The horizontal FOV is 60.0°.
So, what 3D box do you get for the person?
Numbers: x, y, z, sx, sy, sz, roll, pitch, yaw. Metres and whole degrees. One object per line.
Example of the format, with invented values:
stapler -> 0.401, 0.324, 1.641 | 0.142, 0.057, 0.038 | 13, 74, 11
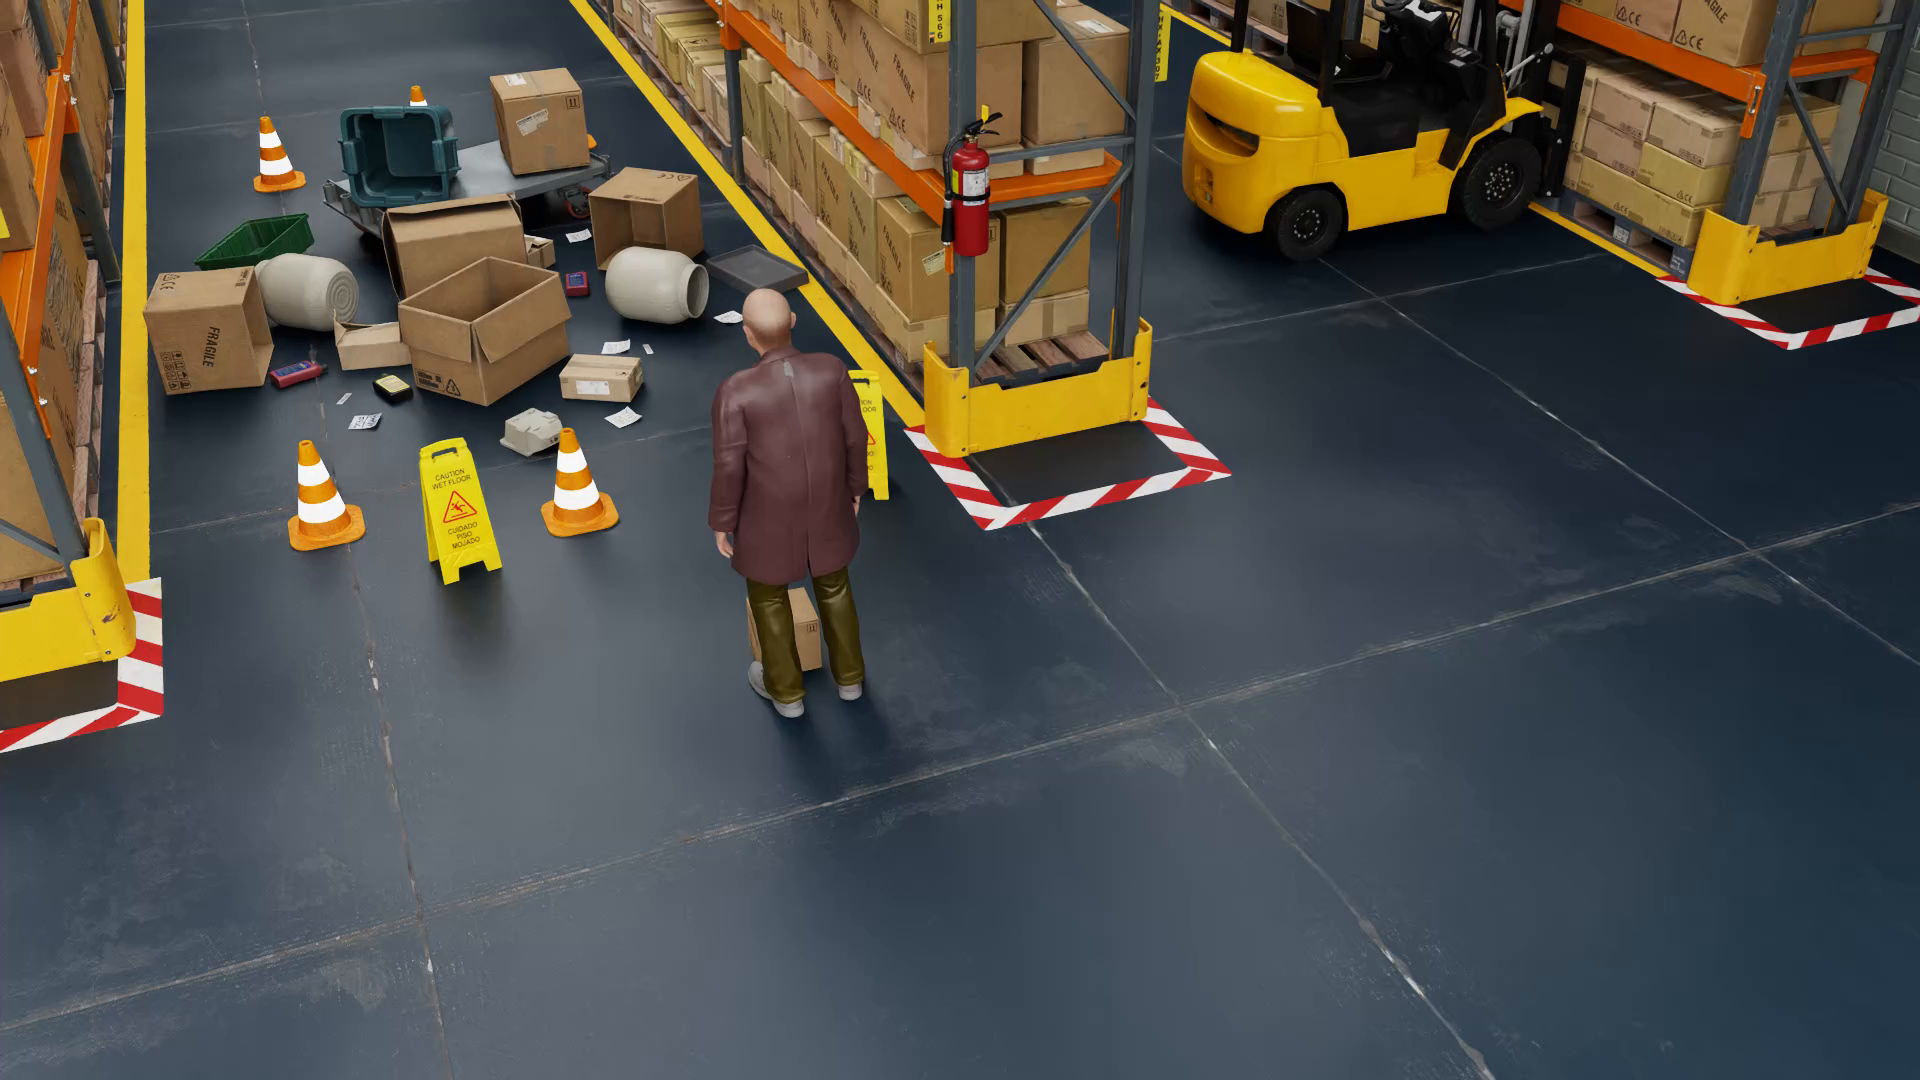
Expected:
person -> -0.648, -0.121, 6.341 | 0.651, 1.773, 0.427 | -15, 36, -22
